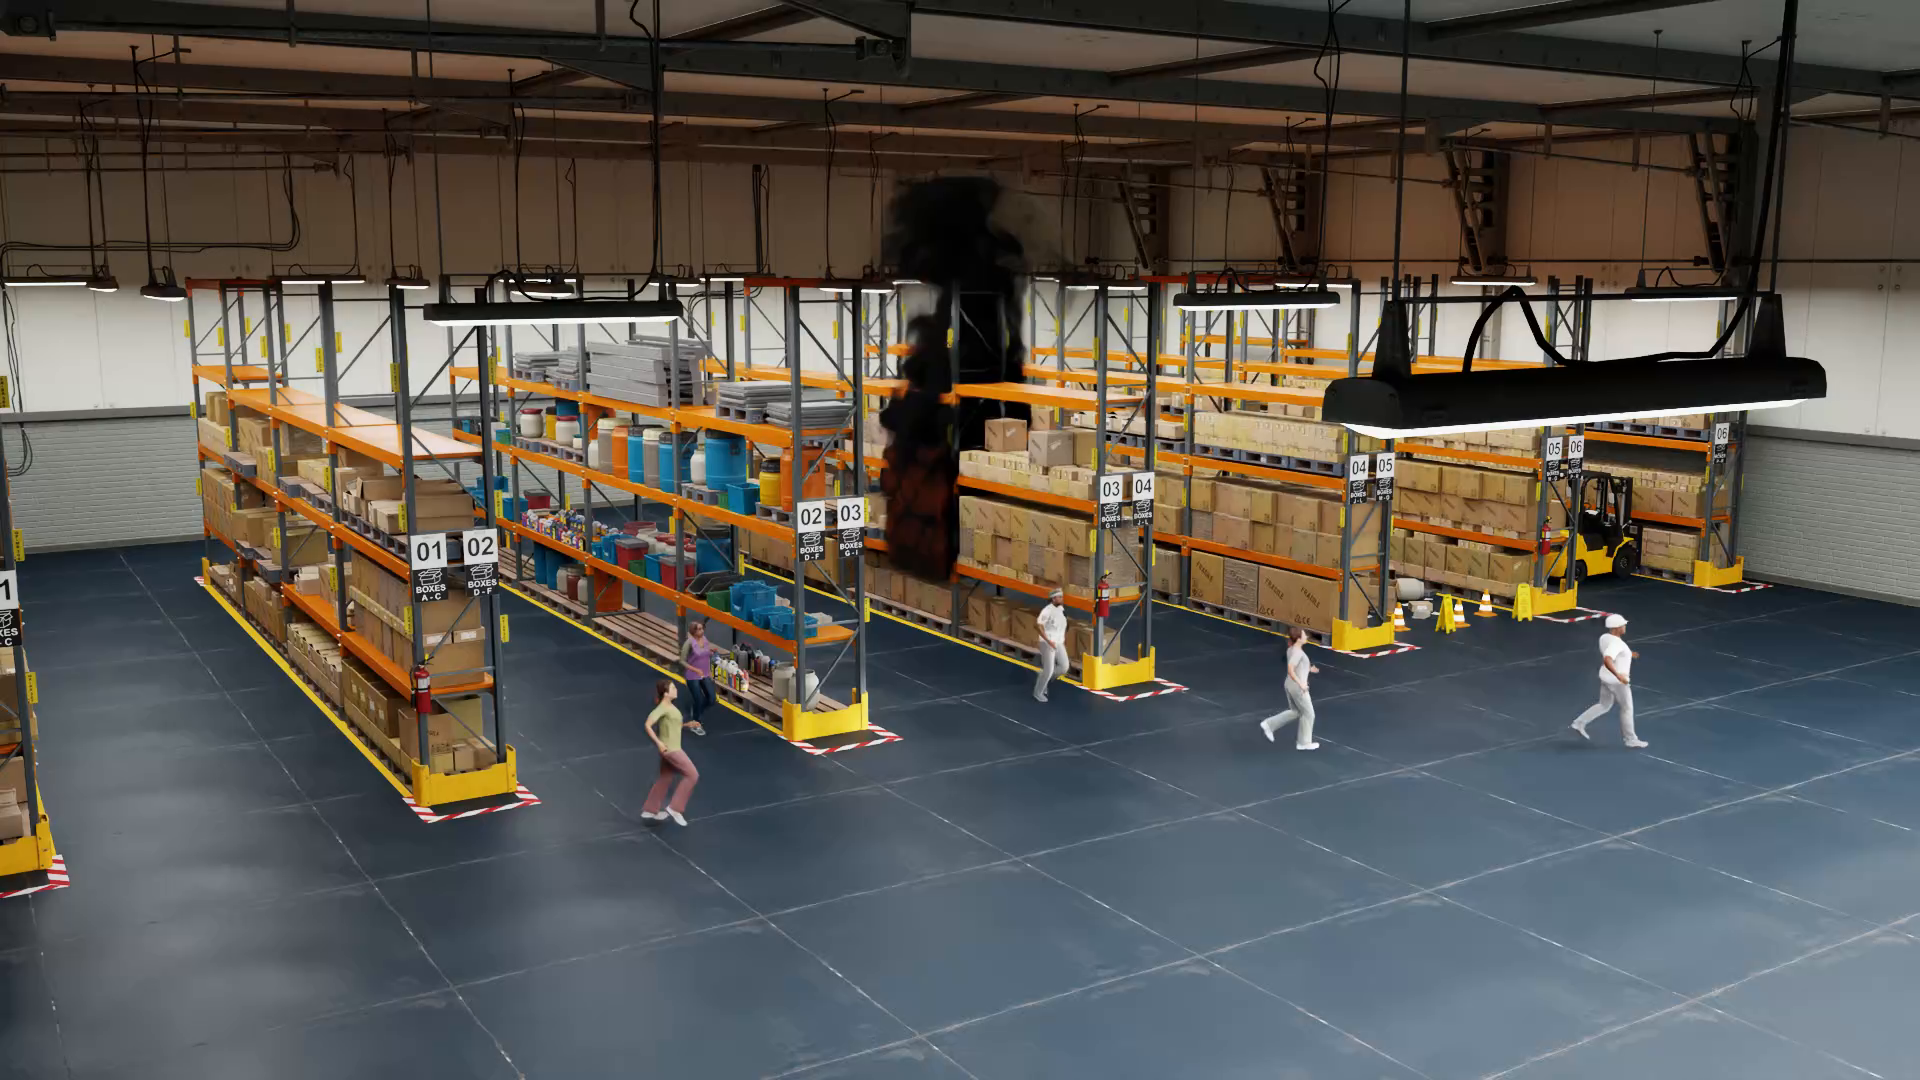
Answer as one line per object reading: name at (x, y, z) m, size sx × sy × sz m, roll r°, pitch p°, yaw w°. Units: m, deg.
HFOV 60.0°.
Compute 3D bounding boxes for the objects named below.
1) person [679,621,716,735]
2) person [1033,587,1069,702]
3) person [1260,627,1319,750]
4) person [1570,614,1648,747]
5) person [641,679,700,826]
person at (-3.517, 1.852, 22.317) m, size 0.530 × 1.567 × 0.543 m, roll 9°, pitch 13°, yaw 42°
person at (1.393, 1.506, 24.206) m, size 0.471 × 1.640 × 0.632 m, roll 9°, pitch 13°, yaw 44°
person at (4.314, 1.927, 21.581) m, size 0.780 × 1.639 × 0.567 m, roll 0°, pitch 10°, yaw -3°
person at (8.529, 1.828, 21.697) m, size 0.990 × 1.747 × 0.706 m, roll 0°, pitch 10°, yaw -2°
person at (-3.272, 2.399, 18.770) m, size 0.693 × 1.683 × 0.549 m, roll -2°, pitch 10°, yaw -10°
